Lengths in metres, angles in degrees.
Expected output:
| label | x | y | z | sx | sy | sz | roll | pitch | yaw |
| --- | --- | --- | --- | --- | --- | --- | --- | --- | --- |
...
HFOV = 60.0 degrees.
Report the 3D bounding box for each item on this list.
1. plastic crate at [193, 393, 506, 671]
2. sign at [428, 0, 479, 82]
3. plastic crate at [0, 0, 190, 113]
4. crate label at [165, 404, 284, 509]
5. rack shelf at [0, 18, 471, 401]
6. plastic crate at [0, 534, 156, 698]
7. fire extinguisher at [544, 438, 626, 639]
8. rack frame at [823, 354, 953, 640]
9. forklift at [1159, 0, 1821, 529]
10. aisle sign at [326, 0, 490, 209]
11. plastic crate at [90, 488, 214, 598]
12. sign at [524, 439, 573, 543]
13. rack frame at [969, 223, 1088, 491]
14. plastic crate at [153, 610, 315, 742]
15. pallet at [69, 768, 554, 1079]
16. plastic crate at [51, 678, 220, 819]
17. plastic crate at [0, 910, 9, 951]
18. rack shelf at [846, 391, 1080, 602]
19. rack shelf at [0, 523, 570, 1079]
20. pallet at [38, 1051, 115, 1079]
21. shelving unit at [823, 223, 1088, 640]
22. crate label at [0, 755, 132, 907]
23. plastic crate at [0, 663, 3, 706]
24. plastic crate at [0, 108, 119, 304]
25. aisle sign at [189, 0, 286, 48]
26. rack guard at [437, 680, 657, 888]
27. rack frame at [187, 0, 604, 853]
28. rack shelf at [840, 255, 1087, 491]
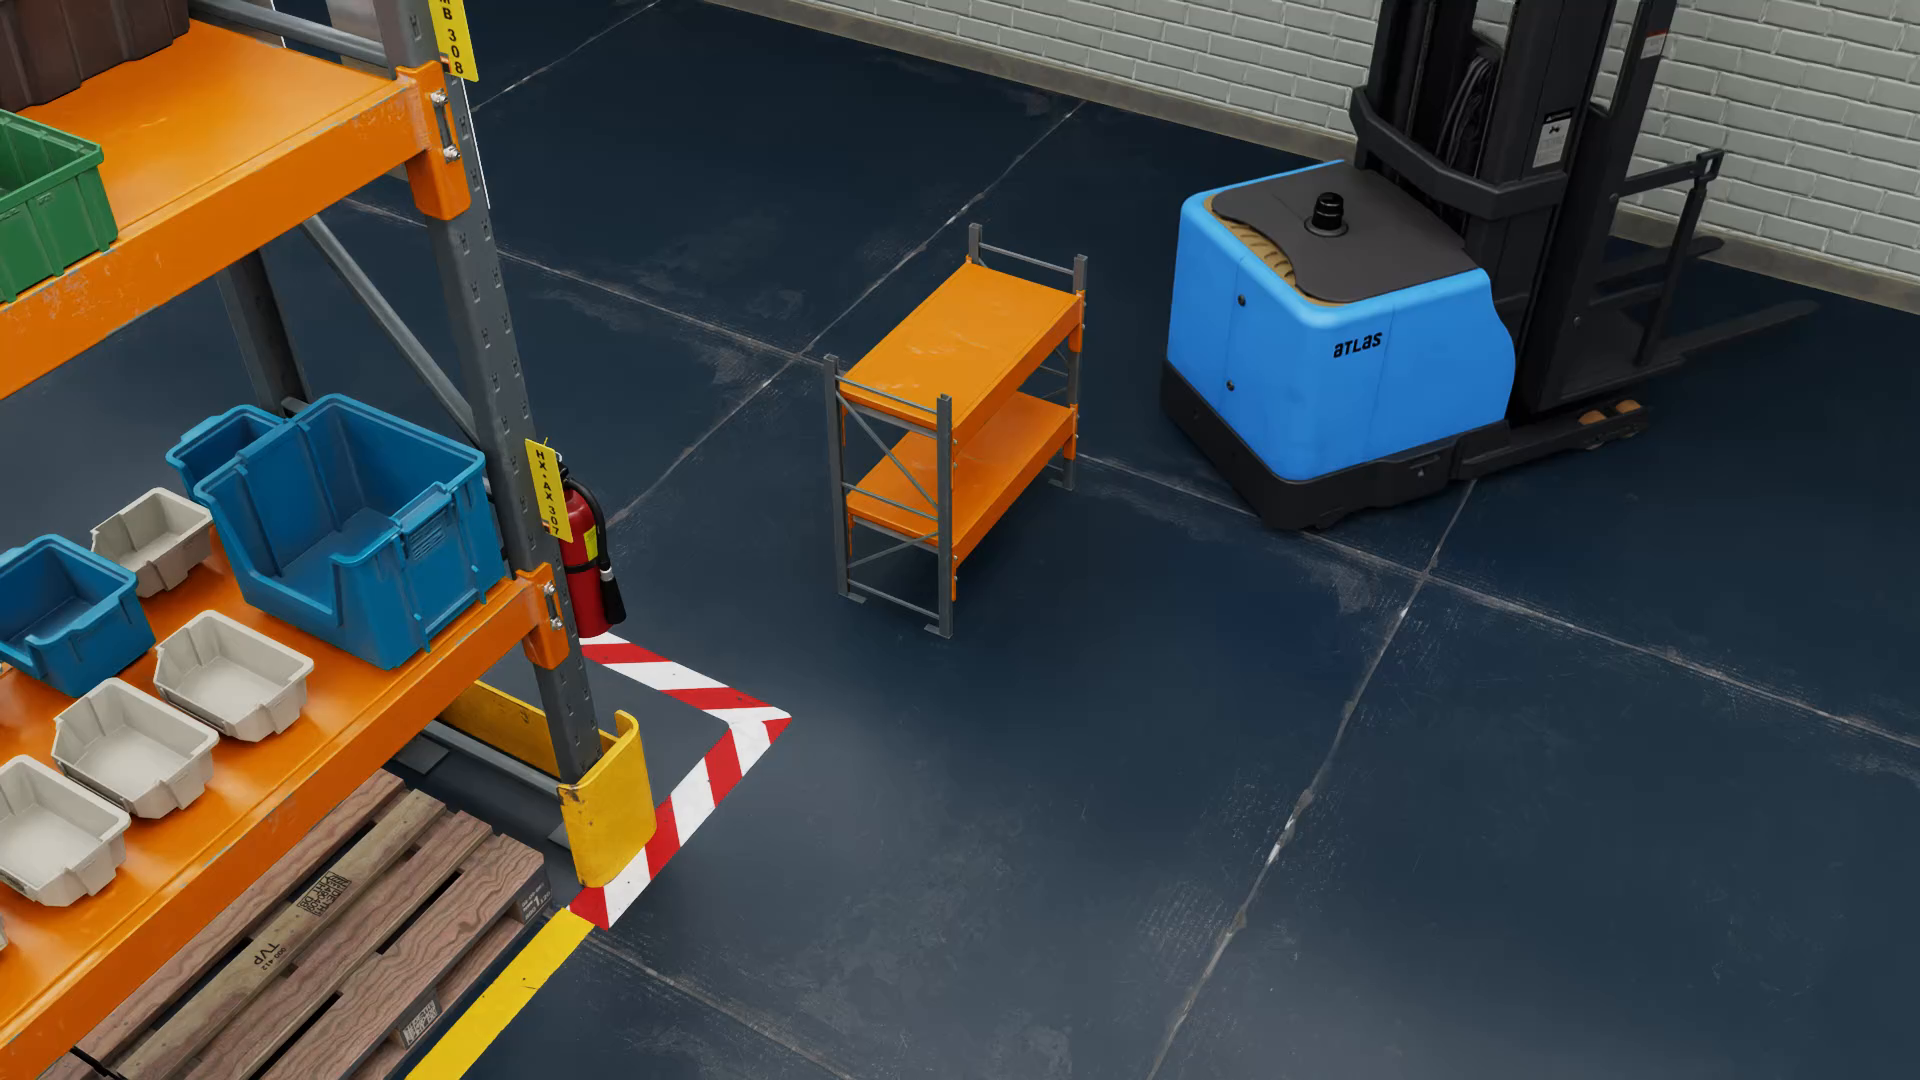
| label | x | y | z | sx | sy | sz | roll | pitch | yaw |
| --- | --- | --- | --- | --- | --- | --- | --- | --- | --- |
| plastic crate | -1.603 | -0.024 | 4.436 | 0.616 | 0.435 | 0.499 | 21 | 45 | 22 |
| sign | -1.113 | -1.156 | 3.602 | 0.100 | 0.325 | 0.005 | 21 | 45 | 22 |
| plastic crate | -2.031 | -1.190 | 3.661 | 0.497 | 0.269 | 0.590 | 21 | 45 | 22 |
| crate label | -2.006 | -0.169 | 4.754 | 0.416 | 0.233 | 0.303 | 21 | 45 | 22 |
| rack shelf | -2.598 | 0.047 | 2.702 | 1.077 | 0.370 | 4.000 | 21 | 45 | 22 |
| plastic crate | -2.335 | 0.208 | 4.326 | 0.416 | 0.233 | 0.300 | 21 | 45 | 22 |
| fire extinguisher | -1.128 | -0.009 | 4.831 | 0.296 | 0.674 | 0.183 | 21 | 45 | 22 |
| rack frame | -0.251 | -0.135 | 6.052 | 0.500 | 1.125 | 0.032 | 21 | 45 | 22 |
| forklift | 2.440 | -1.793 | 6.569 | 3.031 | 2.935 | 1.130 | -17 | 44 | -18 |
| aisle sign | -1.307 | -1.162 | 3.832 | 0.394 | 0.787 | 0.004 | 21 | 45 | 22 |
| plastic crate | -2.238 | 0.023 | 4.608 | 0.250 | 0.136 | 0.298 | 21 | 45 | 22 |
| sign | -1.113 | -0.130 | 4.505 | 0.100 | 0.325 | 0.005 | 21 | 45 | 22 |
| rack frame | 0.258 | -0.717 | 6.713 | 0.500 | 1.125 | 0.032 | 21 | 45 | 22 |
| plastic crate | -1.848 | 0.361 | 4.224 | 0.396 | 0.136 | 0.243 | 21 | 45 | 22 |
| pallet | -2.043 | 1.264 | 5.155 | 1.003 | 0.211 | 1.213 | 21 | 45 | 22 |
| plastic crate | -2.006 | 0.522 | 4.041 | 0.396 | 0.136 | 0.243 | 21 | 45 | 22 |
| plastic crate | -2.256 | 0.865 | 3.652 | 0.298 | 0.136 | 0.250 | 21 | 45 | 22 |
| rack shelf | 0.003 | -0.243 | 6.544 | 0.538 | 0.278 | 1.000 | 21 | 45 | 22 |
| rack shelf | -2.598 | 1.173 | 3.693 | 1.077 | 0.370 | 4.000 | 21 | 45 | 22 |
| pallet | -2.655 | 1.959 | 4.366 | 1.003 | 0.211 | 1.213 | 21 | 45 | 22 |
| shelving unit | 0.003 | -0.426 | 6.383 | 0.538 | 1.125 | 1.048 | 21 | 45 | 22 |
| crate label | -2.124 | 0.690 | 3.851 | 0.396 | 0.136 | 0.243 | 21 | 45 | 22 |
| plastic crate | -2.577 | 0.411 | 4.167 | 0.250 | 0.136 | 0.298 | 21 | 45 | 22 |
| plastic crate | -1.843 | -0.629 | 3.085 | 0.450 | 0.188 | 0.336 | 21 | 45 | 22 |
| aisle sign | -1.818 | -1.357 | 4.054 | 0.394 | 0.787 | 0.004 | 21 | 45 | 22 |
| rack guard | -1.596 | 0.678 | 5.601 | 1.175 | 0.500 | 0.348 | 21 | 45 | 22 |
| rack frame | -1.597 | -0.242 | 4.755 | 1.000 | 3.000 | 0.127 | 21 | 45 | 22 |
| rack shelf | 0.003 | -0.646 | 6.189 | 0.538 | 0.278 | 1.000 | 21 | 45 | 22 |
